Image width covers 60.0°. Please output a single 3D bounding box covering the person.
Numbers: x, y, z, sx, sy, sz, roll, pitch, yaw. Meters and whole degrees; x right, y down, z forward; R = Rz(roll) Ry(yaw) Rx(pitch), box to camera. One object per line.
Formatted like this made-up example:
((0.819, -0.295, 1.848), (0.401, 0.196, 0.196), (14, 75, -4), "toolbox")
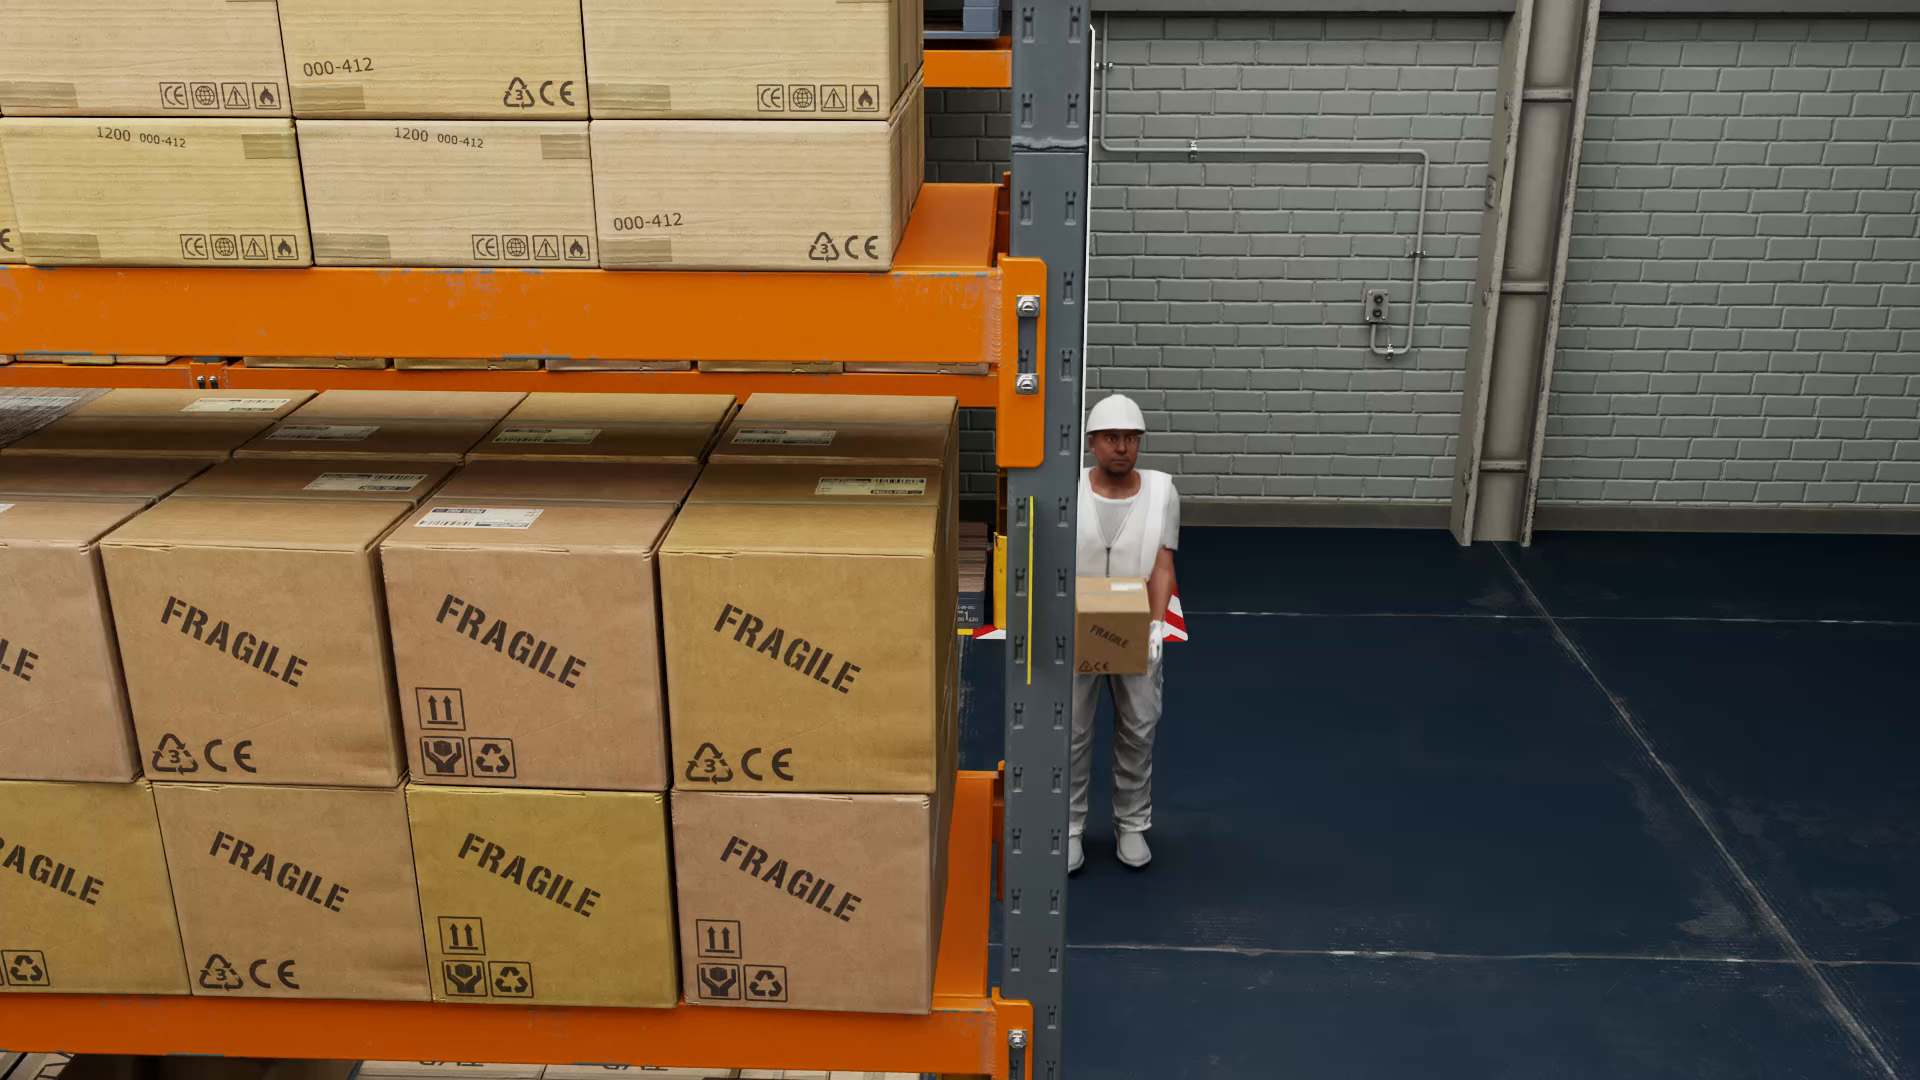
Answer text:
((0.545, 0.377, 6.048), (0.493, 1.782, 0.573), (1, 21, 2), "person")
